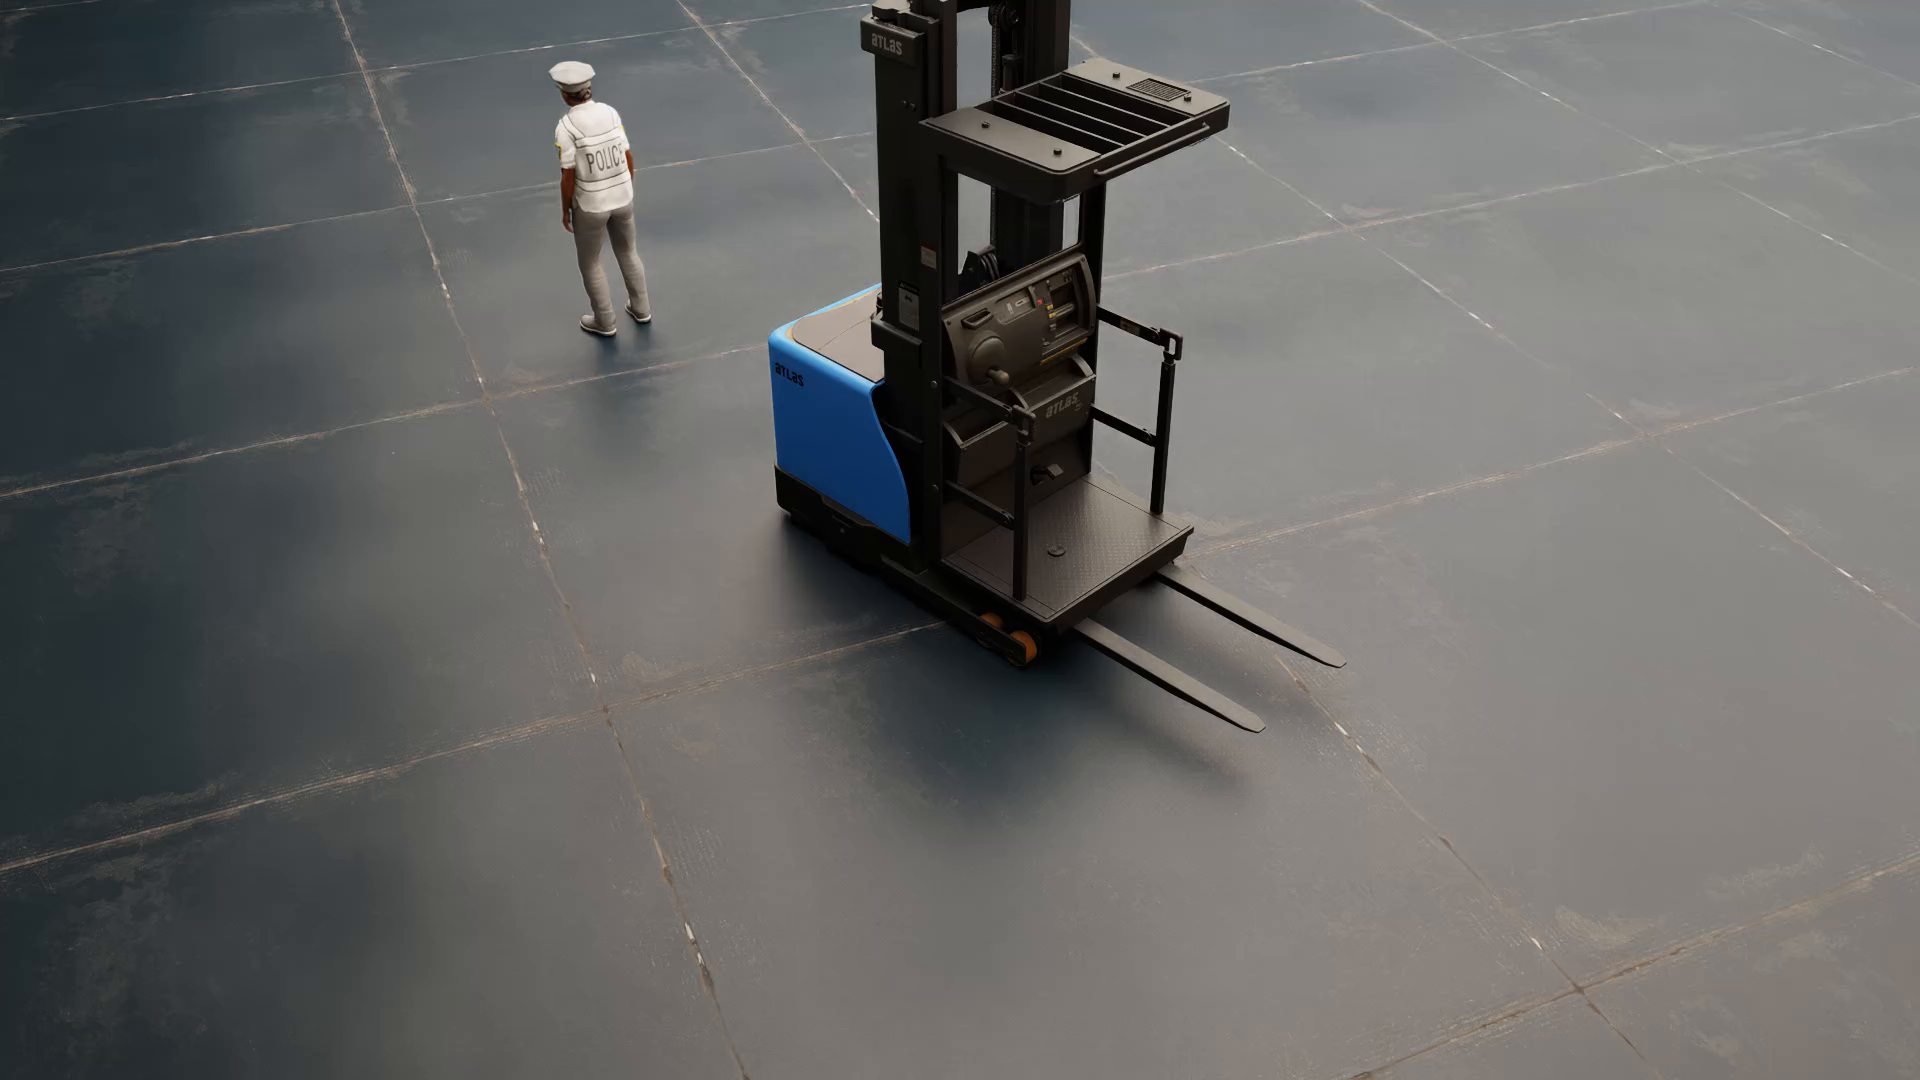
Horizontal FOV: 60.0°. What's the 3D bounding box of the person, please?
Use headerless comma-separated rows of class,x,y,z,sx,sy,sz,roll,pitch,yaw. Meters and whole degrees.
person,-2.180,-2.044,10.074,0.513,1.657,0.399,-27,44,-33

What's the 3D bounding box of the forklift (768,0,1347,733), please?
forklift,0.432,-0.946,7.429,3.031,2.935,1.130,30,45,35
